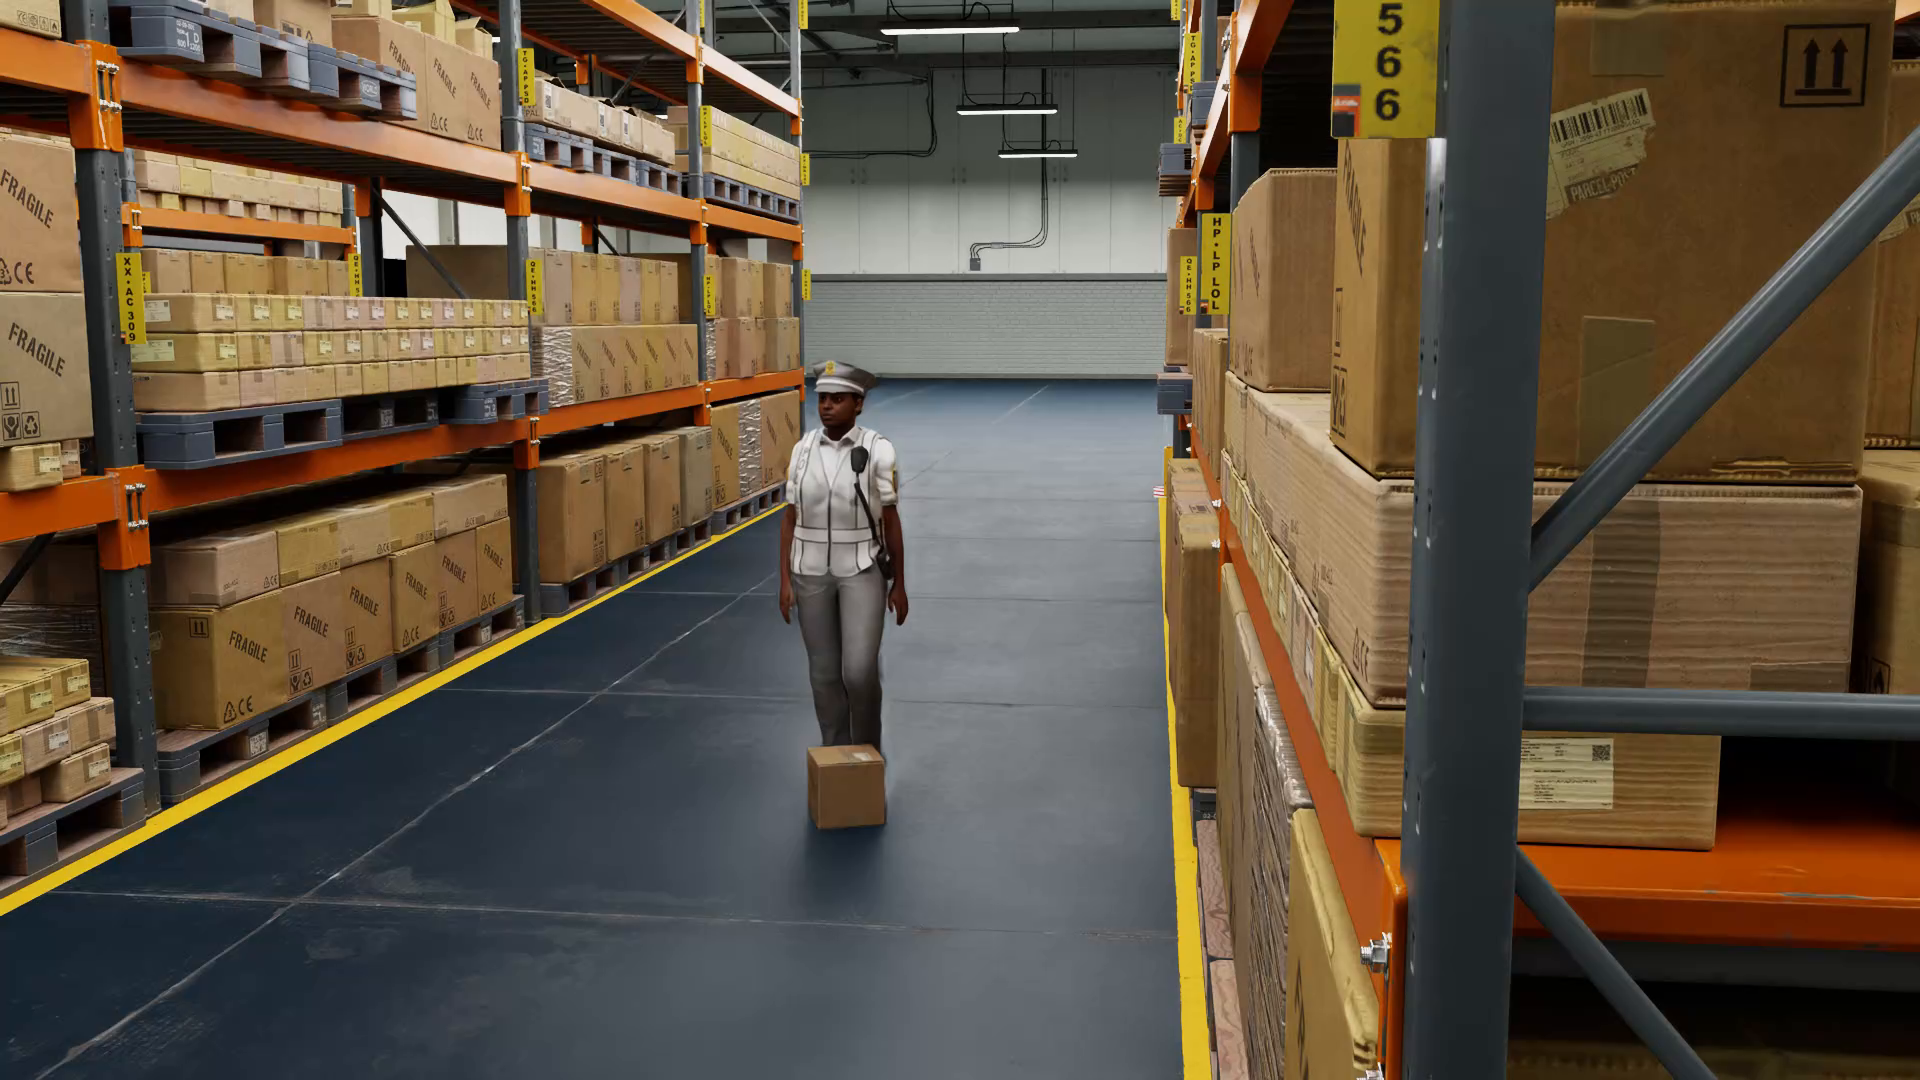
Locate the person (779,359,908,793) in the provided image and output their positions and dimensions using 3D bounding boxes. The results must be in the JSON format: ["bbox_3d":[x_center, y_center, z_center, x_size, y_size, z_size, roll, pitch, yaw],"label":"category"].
[{"bbox_3d":[-0.464,0.171,6.350,0.486,1.719,0.469,2,8,15],"label":"person"}]
